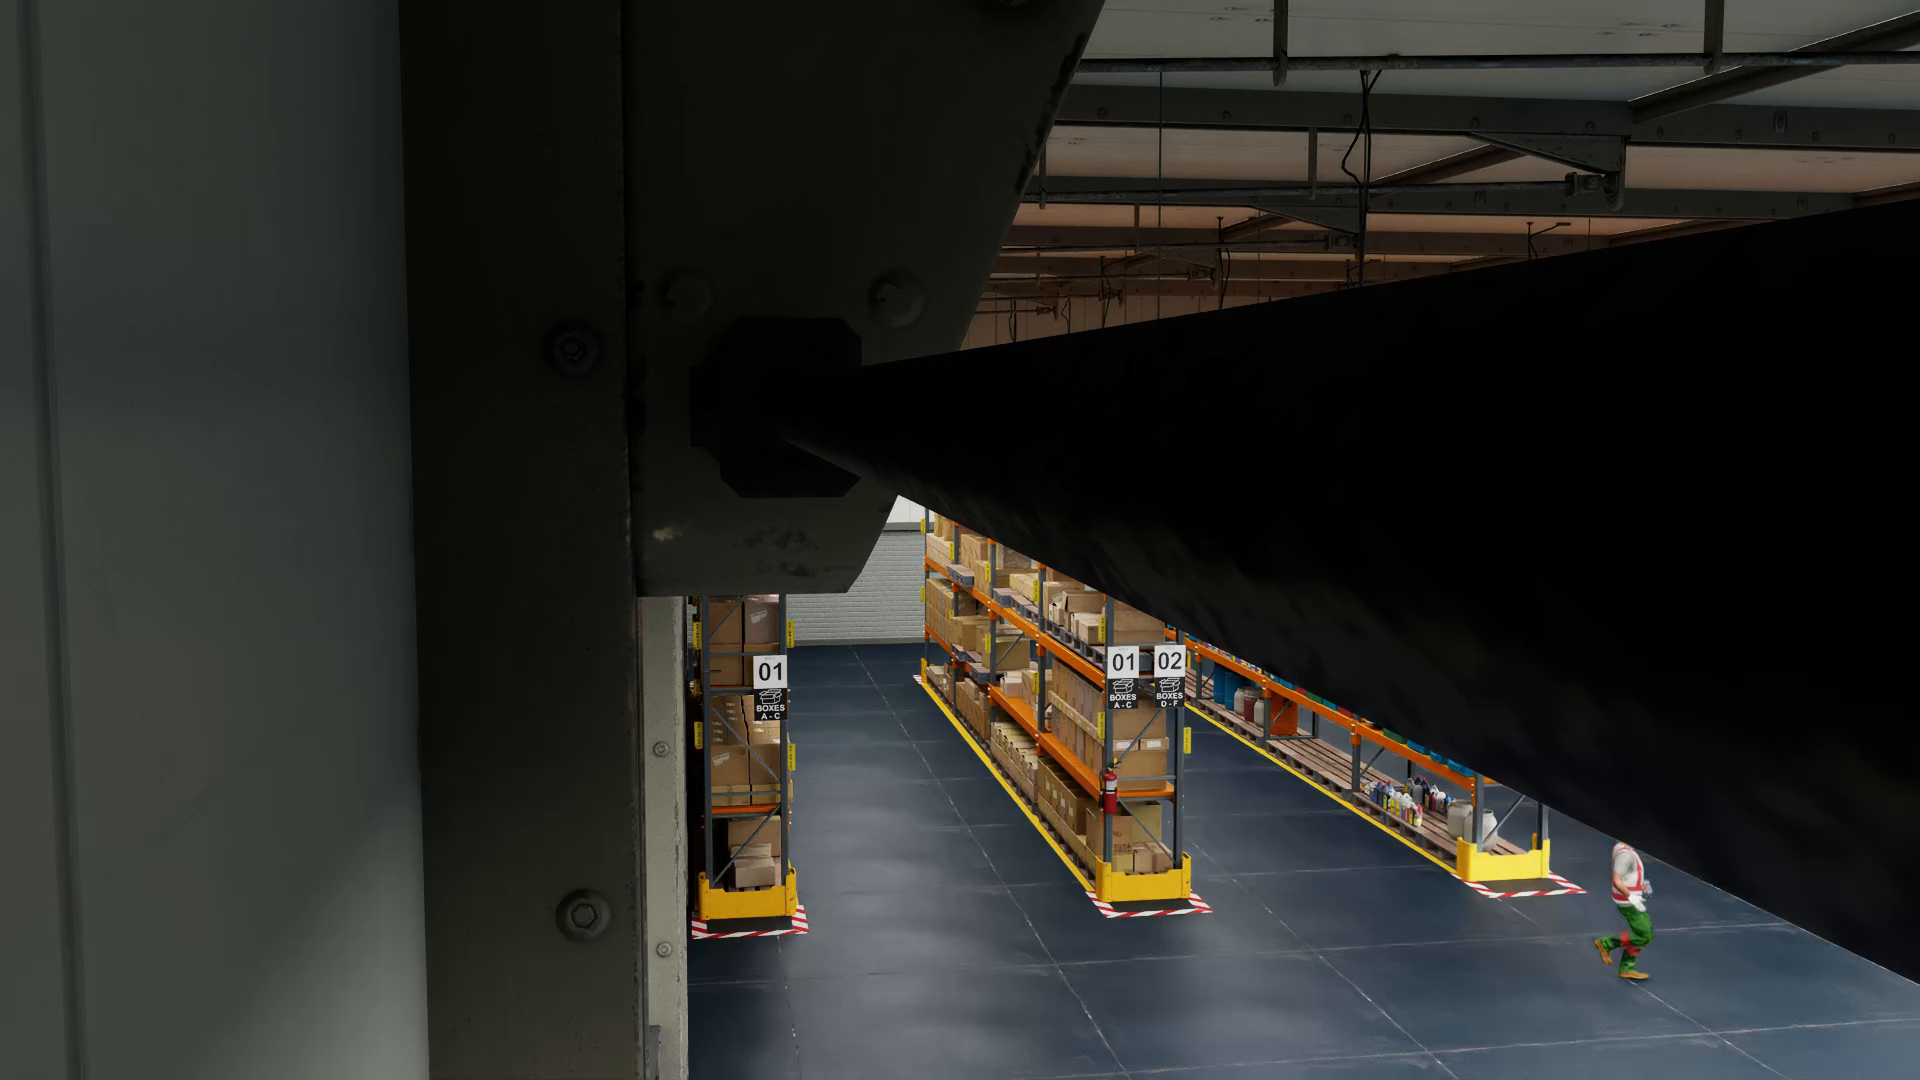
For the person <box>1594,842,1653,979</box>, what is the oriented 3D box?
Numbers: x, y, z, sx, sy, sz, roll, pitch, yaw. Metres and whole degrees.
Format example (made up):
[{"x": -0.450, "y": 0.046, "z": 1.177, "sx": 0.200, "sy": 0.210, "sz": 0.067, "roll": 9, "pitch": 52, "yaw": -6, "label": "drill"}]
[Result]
[{"x": 7.197, "y": 3.886, "z": 18.014, "sx": 0.592, "sy": 1.732, "sz": 0.642, "roll": 2, "pitch": 5, "yaw": 18, "label": "person"}]
